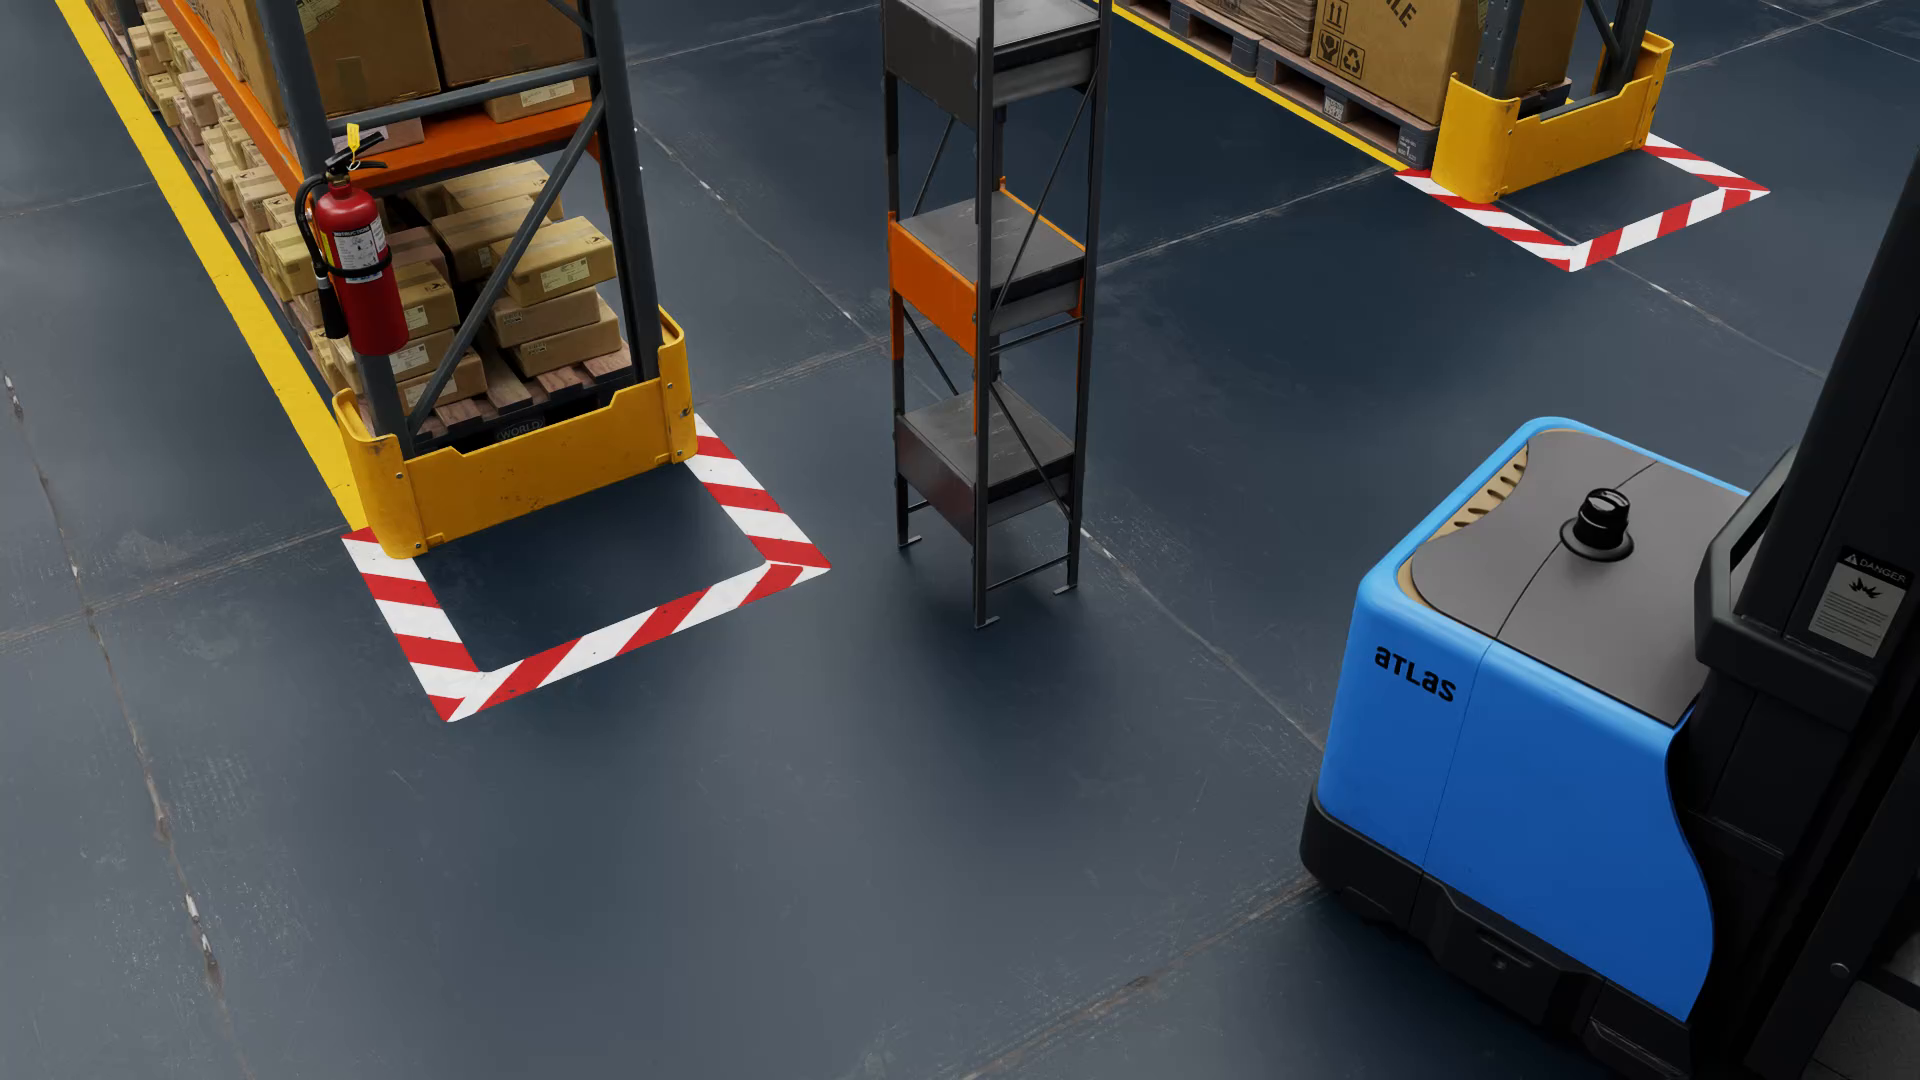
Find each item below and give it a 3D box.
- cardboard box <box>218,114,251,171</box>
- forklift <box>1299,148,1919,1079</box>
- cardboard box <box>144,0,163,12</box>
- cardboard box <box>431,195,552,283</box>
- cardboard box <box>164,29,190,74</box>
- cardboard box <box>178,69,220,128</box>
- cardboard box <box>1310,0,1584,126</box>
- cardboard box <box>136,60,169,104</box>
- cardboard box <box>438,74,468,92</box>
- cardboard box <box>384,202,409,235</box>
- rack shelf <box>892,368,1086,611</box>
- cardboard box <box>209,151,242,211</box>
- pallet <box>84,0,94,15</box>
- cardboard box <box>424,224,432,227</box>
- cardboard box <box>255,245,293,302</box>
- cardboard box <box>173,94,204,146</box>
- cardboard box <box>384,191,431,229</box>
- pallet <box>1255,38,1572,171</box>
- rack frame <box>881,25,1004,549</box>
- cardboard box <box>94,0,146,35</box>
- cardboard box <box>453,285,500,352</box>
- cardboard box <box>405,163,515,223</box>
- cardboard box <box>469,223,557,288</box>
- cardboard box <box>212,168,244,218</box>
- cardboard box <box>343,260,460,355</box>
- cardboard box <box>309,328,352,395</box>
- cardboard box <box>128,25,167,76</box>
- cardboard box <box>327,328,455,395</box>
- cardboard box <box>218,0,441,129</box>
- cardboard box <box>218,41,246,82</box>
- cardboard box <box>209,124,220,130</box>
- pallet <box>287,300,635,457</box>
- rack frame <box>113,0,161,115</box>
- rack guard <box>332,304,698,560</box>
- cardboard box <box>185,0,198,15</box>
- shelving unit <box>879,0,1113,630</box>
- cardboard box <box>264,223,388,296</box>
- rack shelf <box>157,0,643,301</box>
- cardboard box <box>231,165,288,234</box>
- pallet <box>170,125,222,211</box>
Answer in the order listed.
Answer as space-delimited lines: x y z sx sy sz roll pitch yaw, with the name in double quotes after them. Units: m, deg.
-2.809 -1.666 6.841 0.380 0.149 0.250 -22 45 -24 "cardboard box"
2.379 0.193 3.229 3.031 2.935 1.130 29 48 30 "forklift"
-3.628 -2.519 7.864 0.380 0.149 0.250 -20 44 -23 "cardboard box"
-1.732 -1.124 6.190 0.380 0.149 0.250 -21 44 -24 "cardboard box"
-3.352 -2.230 7.517 0.380 0.149 0.250 -23 45 -25 "cardboard box"
-3.125 -1.932 7.159 0.380 0.149 0.250 -21 44 -24 "cardboard box"
2.337 -2.638 7.904 0.875 0.875 0.875 -22 45 -24 "cardboard box"
-3.713 -2.240 7.994 0.380 0.149 0.250 -24 46 -26 "cardboard box"
-1.557 -1.637 5.567 0.380 0.149 0.250 -21 44 -23 "cardboard box"
-2.351 -1.150 6.453 0.380 0.149 0.250 -23 45 -25 "cardboard box"
0.089 -0.169 5.427 0.431 0.518 0.480 -22 45 -24 "rack shelf"
-2.876 -1.528 6.907 0.380 0.149 0.250 -22 44 -24 "cardboard box"
-4.718 -3.489 9.772 1.003 0.211 1.213 -22 45 -24 "pallet"
-2.111 -1.307 6.874 0.380 0.149 0.250 -22 45 -24 "cardboard box"
-2.573 -1.122 6.652 0.380 0.149 0.250 -24 46 -26 "cardboard box"
-3.393 -1.980 7.682 0.380 0.149 0.250 -22 45 -25 "cardboard box"
-2.128 -1.429 6.788 0.380 0.149 0.250 -24 46 -26 "cardboard box"
2.253 -2.308 8.355 1.003 0.211 1.213 -22 45 -24 "pallet"
-0.042 -0.849 5.129 0.400 2.100 0.015 -22 45 -24 "rack frame"
-4.249 -2.995 8.626 0.500 0.500 0.500 -23 45 -25 "cardboard box"
-1.709 -0.894 6.379 0.380 0.149 0.250 -22 45 -25 "cardboard box"
-1.963 -1.410 6.533 0.380 0.149 0.250 -24 46 -26 "cardboard box"
-1.652 -1.041 6.323 0.380 0.149 0.250 -22 45 -25 "cardboard box"
-2.981 -1.554 7.171 0.380 0.149 0.250 -23 45 -26 "cardboard box"
-1.986 -0.815 5.820 0.380 0.149 0.250 -22 44 -24 "cardboard box"
-2.170 -0.705 6.151 0.380 0.149 0.250 -21 44 -23 "cardboard box"
-3.713 -2.356 7.901 0.380 0.149 0.250 -20 44 -22 "cardboard box"
-2.012 -0.689 5.901 0.380 0.149 0.250 -23 45 -25 "cardboard box"
-1.946 -1.629 5.051 0.500 0.500 0.500 -21 44 -24 "cardboard box"
-2.308 -1.712 5.657 0.380 0.149 0.250 -21 44 -23 "cardboard box"
-3.069 -1.828 7.267 0.380 0.149 0.250 -20 44 -22 "cardboard box"
-1.935 -0.743 6.476 1.003 0.211 1.213 -22 45 -24 "pallet"
-3.638 -3.481 7.585 1.000 3.000 0.127 -22 45 -24 "rack frame"
-1.528 -0.403 5.843 1.175 0.500 0.348 -22 45 -24 "rack guard"
-2.499 -2.179 5.711 0.500 0.500 0.500 -22 45 -24 "cardboard box"
0.089 -0.717 4.971 0.431 2.100 0.503 -22 45 -24 "shelving unit"
-2.319 -1.067 6.121 0.380 0.149 0.250 -23 45 -25 "cardboard box"
-2.563 -2.125 6.519 1.077 0.370 4.000 -22 45 -24 "rack shelf"
-2.596 -1.354 6.466 0.380 0.149 0.250 -21 44 -23 "cardboard box"
-3.247 -2.060 8.057 1.003 0.211 1.213 -22 45 -24 "pallet"
